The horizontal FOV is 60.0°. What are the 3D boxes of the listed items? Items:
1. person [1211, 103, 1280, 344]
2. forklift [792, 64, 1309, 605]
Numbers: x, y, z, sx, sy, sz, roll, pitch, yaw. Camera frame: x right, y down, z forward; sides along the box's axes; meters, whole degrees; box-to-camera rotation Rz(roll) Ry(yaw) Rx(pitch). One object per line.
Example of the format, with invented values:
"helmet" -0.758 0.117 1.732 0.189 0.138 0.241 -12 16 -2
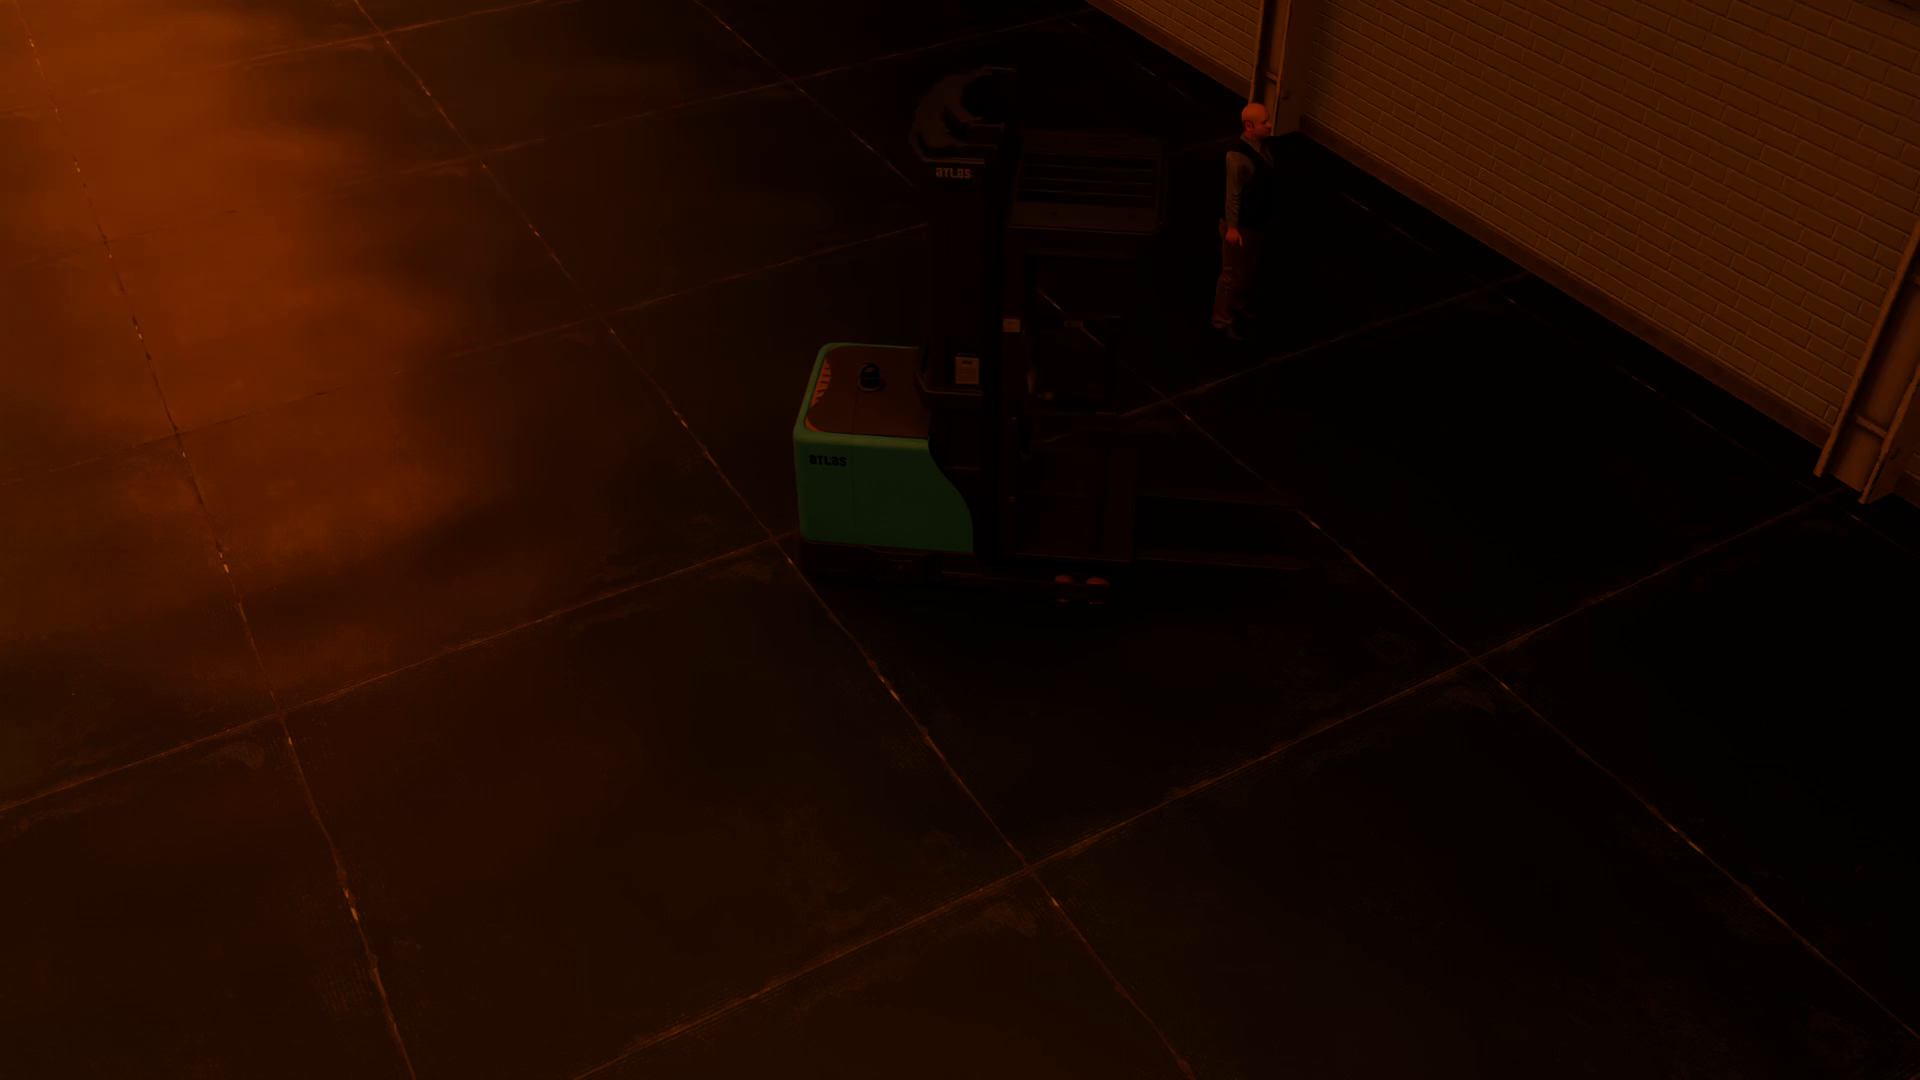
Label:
"person" 2.024 -2.252 11.700 0.372 1.725 0.525 20 44 22
"forklift" 0.585 -1.104 9.367 3.031 2.935 1.130 4 40 5
